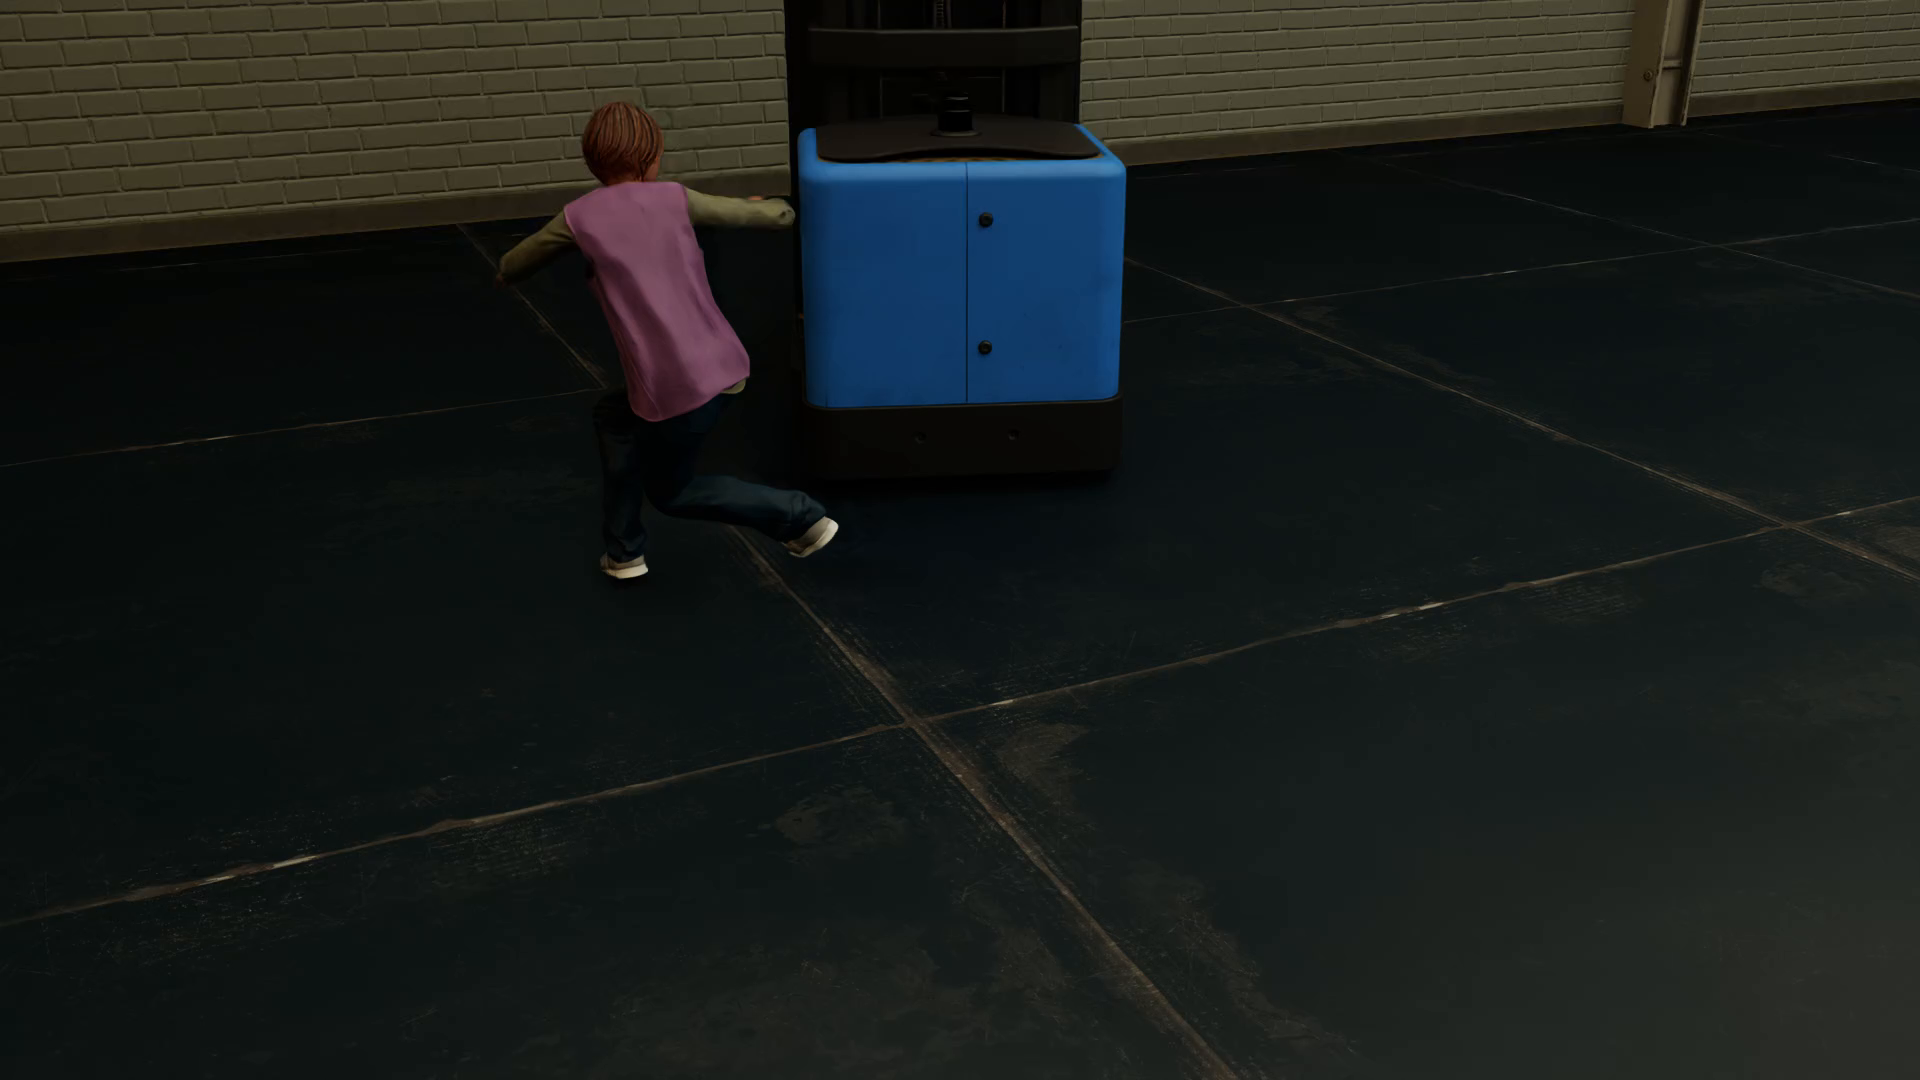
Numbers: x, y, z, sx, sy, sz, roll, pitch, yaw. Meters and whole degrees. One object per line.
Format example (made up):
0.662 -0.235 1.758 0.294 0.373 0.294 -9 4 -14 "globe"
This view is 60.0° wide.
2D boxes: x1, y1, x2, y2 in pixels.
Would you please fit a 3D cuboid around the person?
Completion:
-0.823 -0.545 4.697 1.032 1.366 0.727 16 28 34 "person"

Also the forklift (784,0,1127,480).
-0.122 -2.075 6.282 1.130 2.935 3.031 -2 23 -5 "forklift"
